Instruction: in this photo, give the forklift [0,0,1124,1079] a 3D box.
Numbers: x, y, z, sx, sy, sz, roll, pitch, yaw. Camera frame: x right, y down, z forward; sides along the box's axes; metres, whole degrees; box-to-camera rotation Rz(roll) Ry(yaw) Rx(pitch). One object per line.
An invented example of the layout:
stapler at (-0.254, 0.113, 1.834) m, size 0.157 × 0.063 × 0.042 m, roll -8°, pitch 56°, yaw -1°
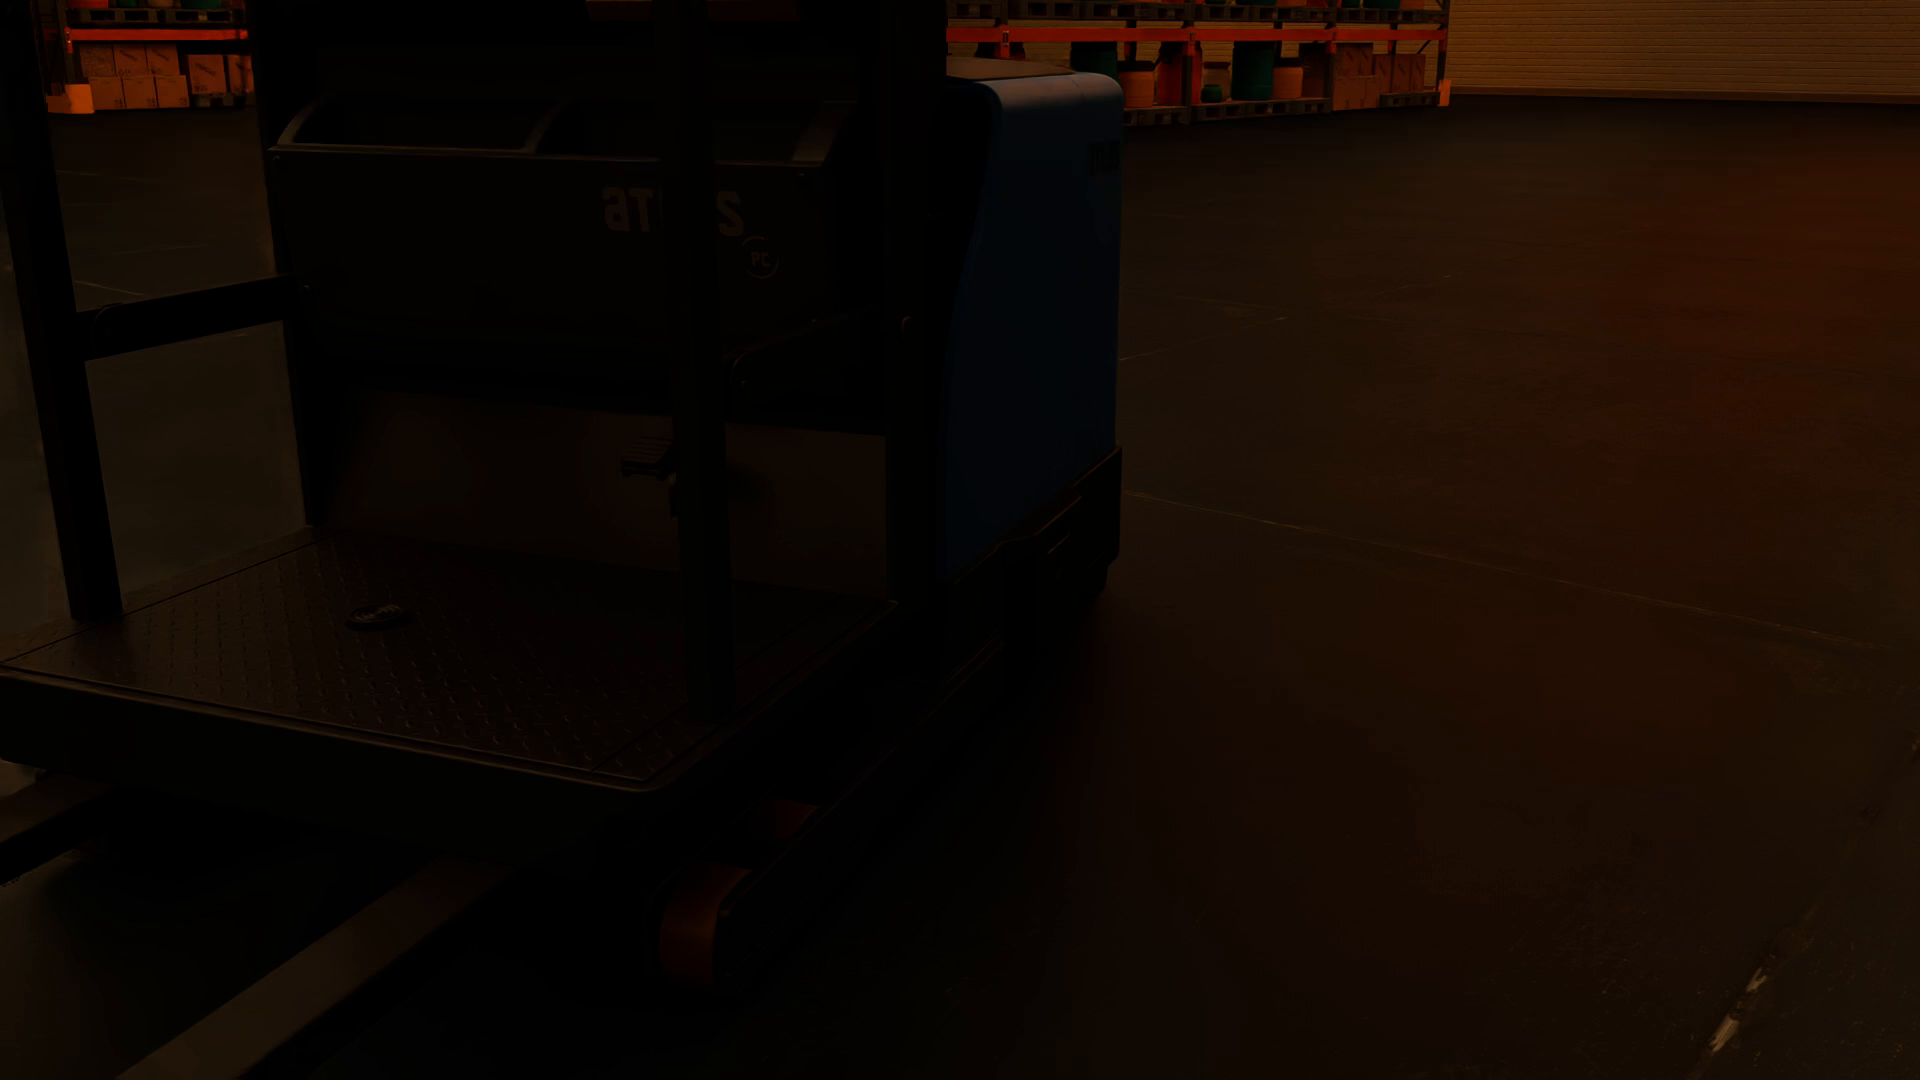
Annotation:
forklift at (-0.664, -0.971, 2.095) m, size 1.130 × 2.935 × 3.031 m, roll 6°, pitch 18°, yaw 20°
